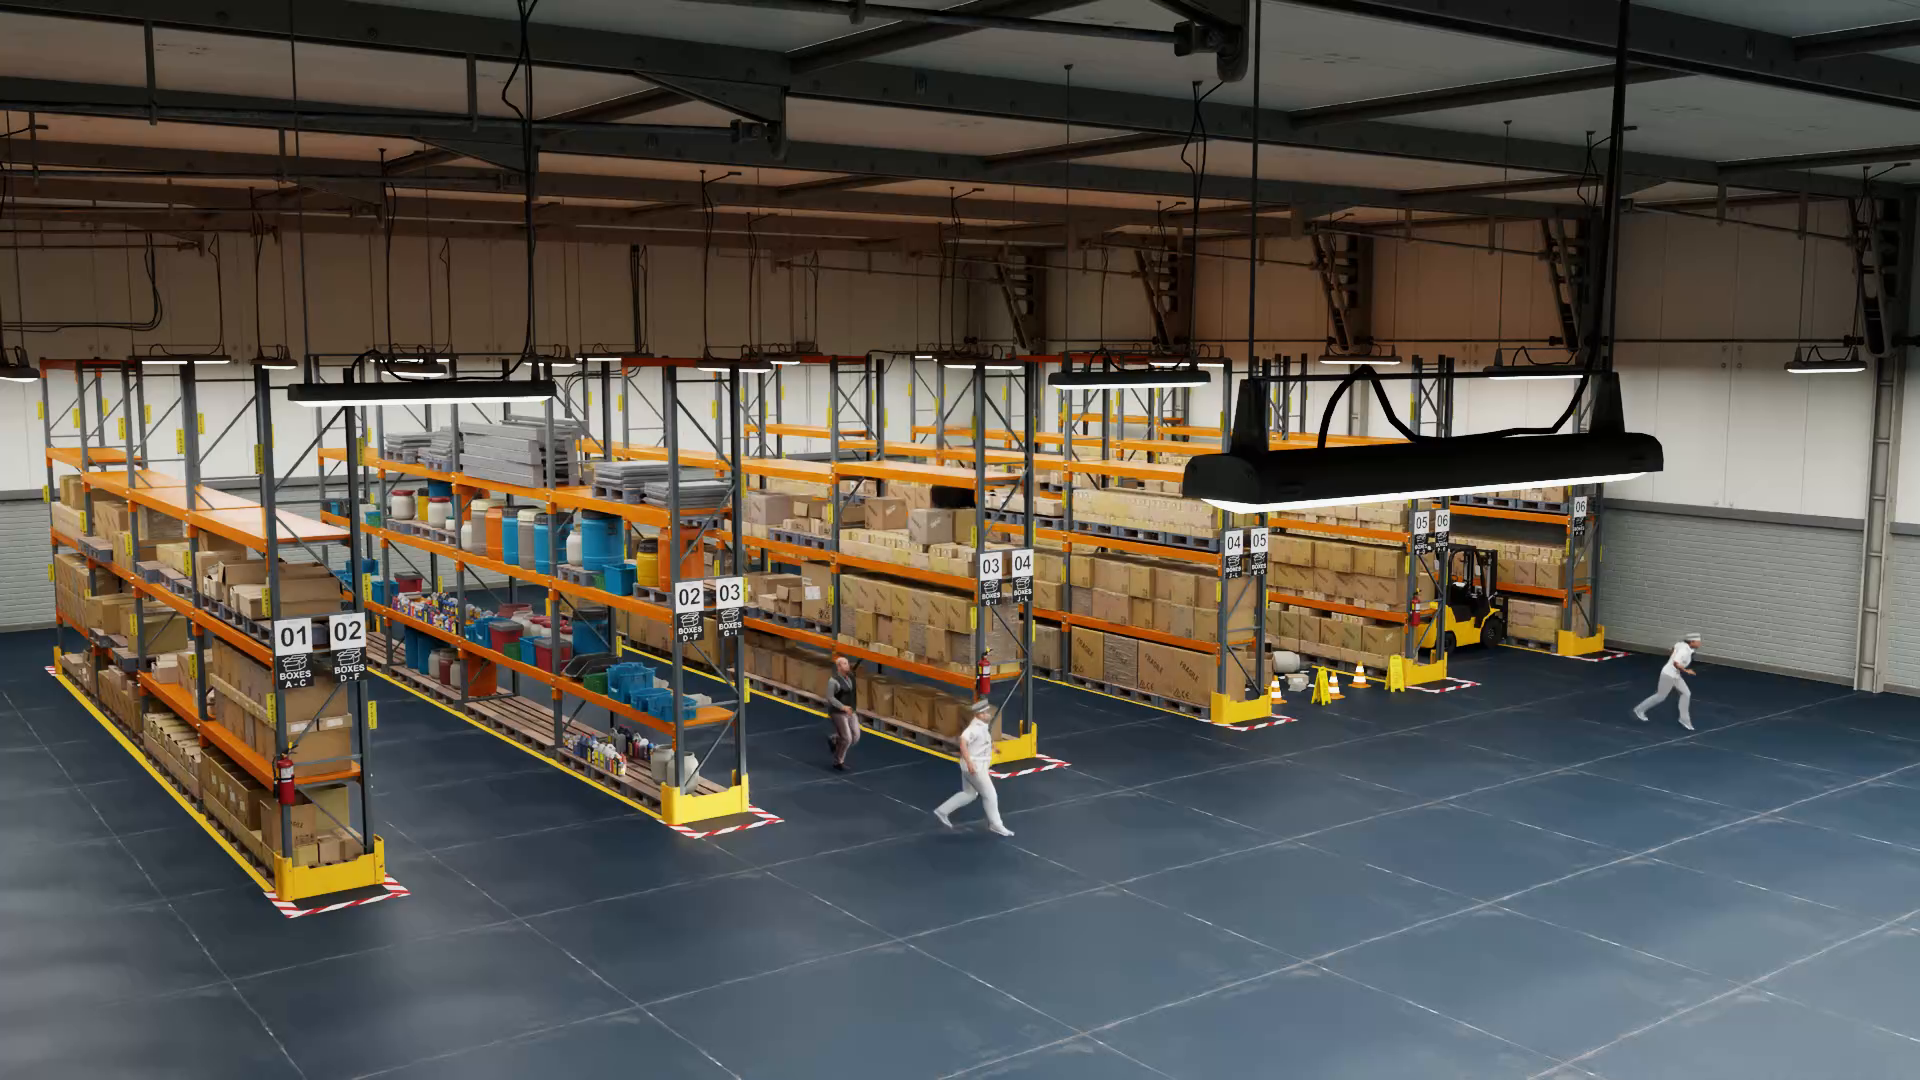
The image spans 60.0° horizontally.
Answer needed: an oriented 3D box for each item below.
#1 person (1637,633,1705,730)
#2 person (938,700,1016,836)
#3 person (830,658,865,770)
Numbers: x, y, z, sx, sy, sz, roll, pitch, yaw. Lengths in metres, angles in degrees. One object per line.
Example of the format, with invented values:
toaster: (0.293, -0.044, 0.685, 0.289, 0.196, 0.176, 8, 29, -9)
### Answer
person: (11.675, 2.294, 27.321, 0.984, 1.627, 0.611, 3, 8, 25)
person: (0.217, 2.919, 21.236, 1.006, 1.781, 0.686, 0, 7, -2)
person: (-1.656, 2.562, 24.555, 0.642, 1.679, 0.680, 5, 8, 36)
